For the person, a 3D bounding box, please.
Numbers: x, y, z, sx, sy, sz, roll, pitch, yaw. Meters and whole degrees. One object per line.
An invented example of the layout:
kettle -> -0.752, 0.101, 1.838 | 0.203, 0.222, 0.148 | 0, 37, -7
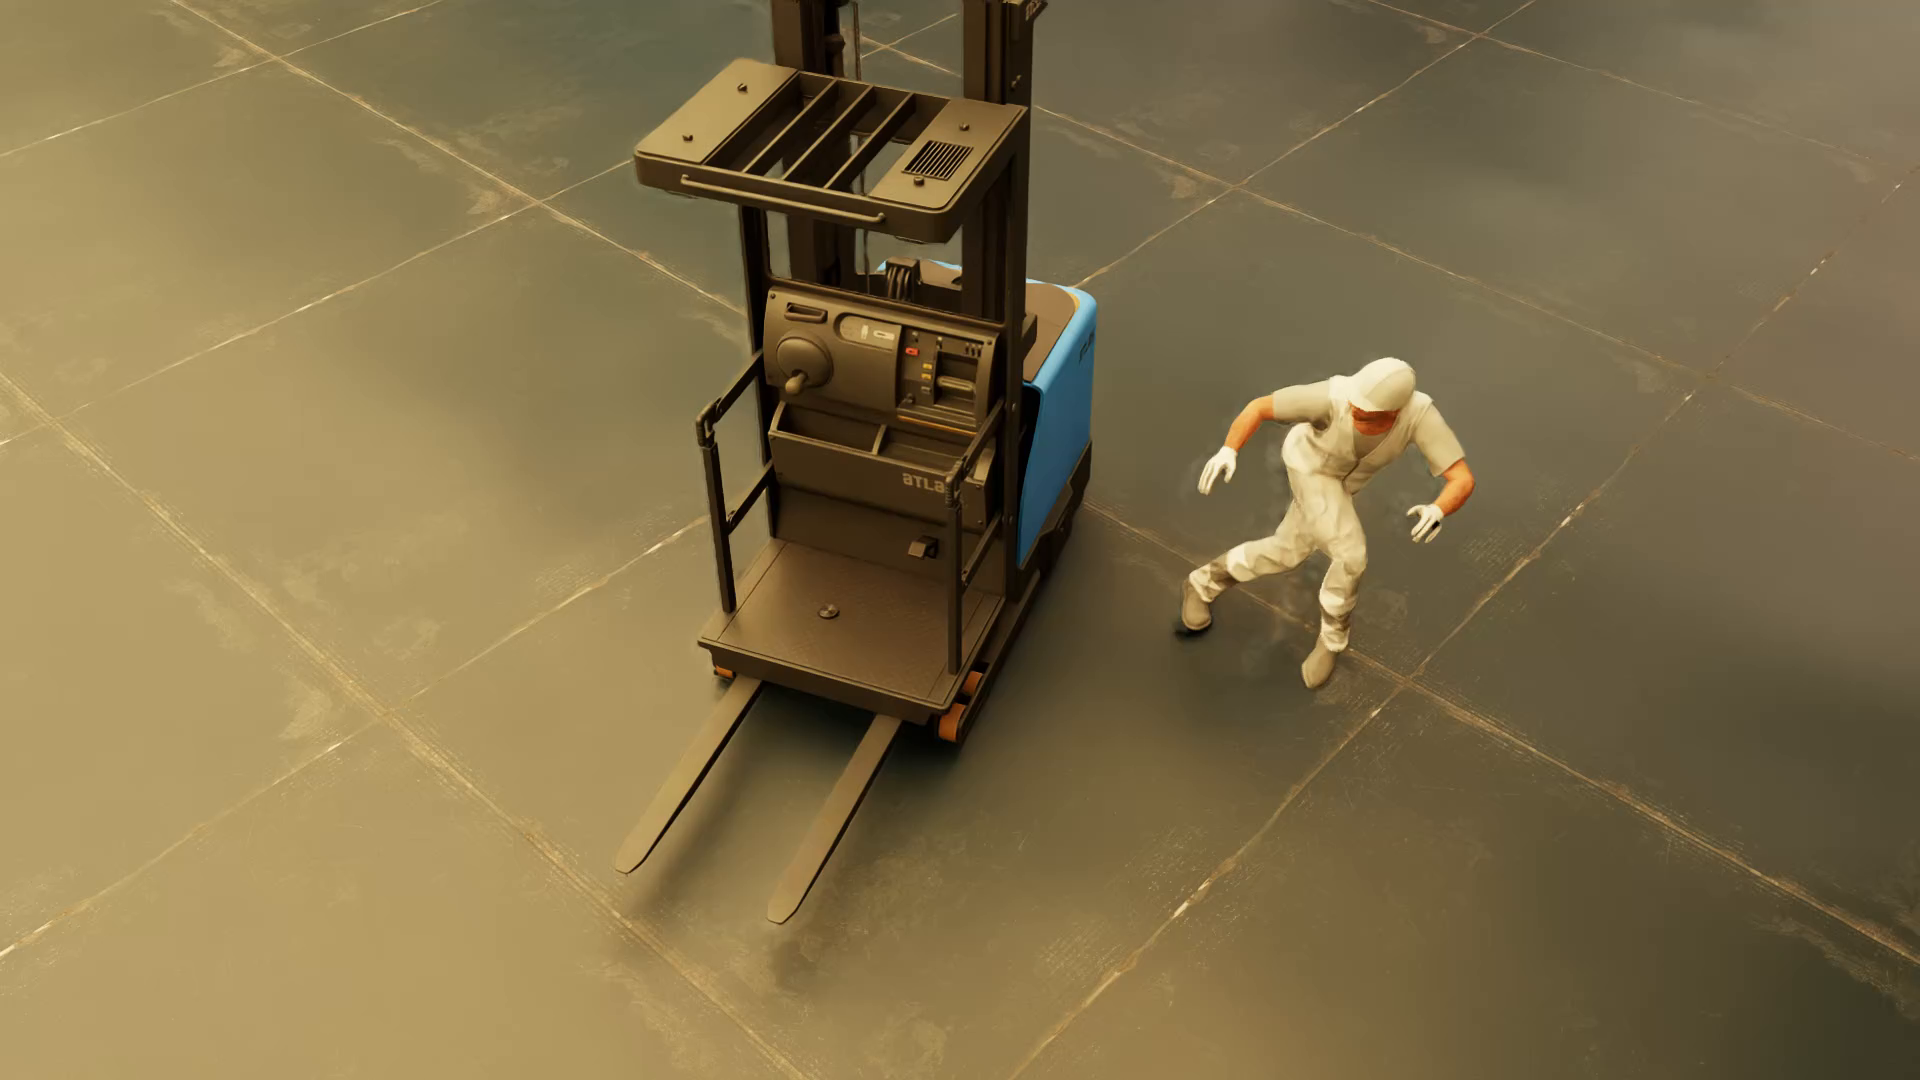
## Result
person -> 1.432, -0.093, 6.595 | 1.000, 1.511, 0.949 | -8, 41, -10

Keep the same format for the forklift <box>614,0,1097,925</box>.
forklift -> -0.386, -0.605, 6.133 | 1.130, 2.935, 3.031 | 14, 43, 16
